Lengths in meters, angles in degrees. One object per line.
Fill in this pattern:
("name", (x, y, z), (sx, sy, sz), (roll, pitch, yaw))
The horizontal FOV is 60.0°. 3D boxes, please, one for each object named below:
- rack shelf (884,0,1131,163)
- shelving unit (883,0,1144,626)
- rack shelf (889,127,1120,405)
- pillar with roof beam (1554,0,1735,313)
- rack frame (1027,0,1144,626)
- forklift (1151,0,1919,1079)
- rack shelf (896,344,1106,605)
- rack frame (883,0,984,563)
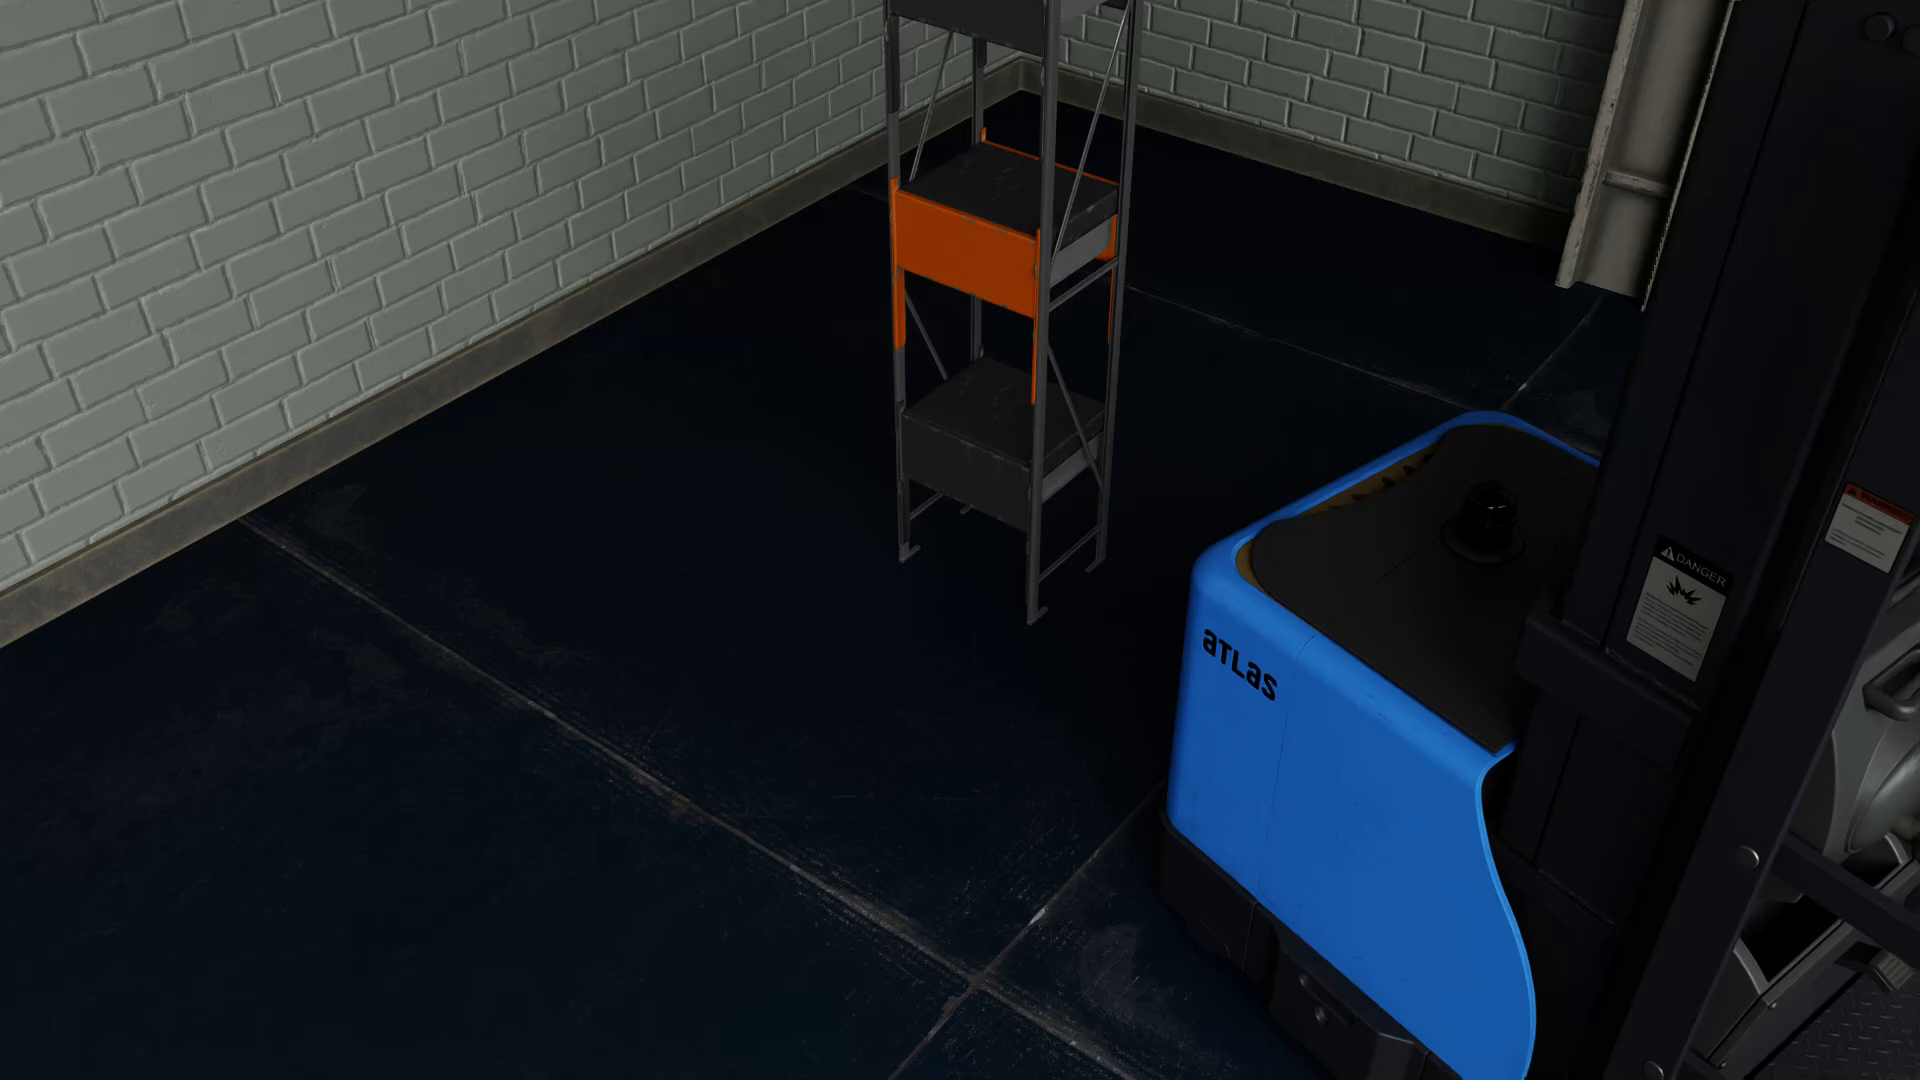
("rack shelf", (0.131, -1.305, 4.100), (0.480, 0.518, 0.431), (25, 45, 29))
("shelving unit", (0.131, -0.765, 4.524), (0.503, 2.100, 0.431), (25, 45, 29))
("rack shelf", (0.131, -0.754, 4.532), (0.480, 0.518, 0.431), (25, 45, 29))
("pillar with roof beam", (-0.033, -2.440, 1.067), (0.400, 9.000, 9.100), (25, 45, 29))
("rack frame", (0.325, -0.673, 4.407), (0.015, 2.100, 0.400), (25, 45, 29))
("forklift", (1.765, 0.262, 2.537), (1.130, 2.935, 3.031), (-25, 45, -29))
("rack shelf", (0.131, -0.203, 4.963), (0.480, 0.518, 0.431), (25, 45, 29))
("rack frame", (-0.062, -0.856, 4.640), (0.015, 2.100, 0.400), (25, 45, 29))
